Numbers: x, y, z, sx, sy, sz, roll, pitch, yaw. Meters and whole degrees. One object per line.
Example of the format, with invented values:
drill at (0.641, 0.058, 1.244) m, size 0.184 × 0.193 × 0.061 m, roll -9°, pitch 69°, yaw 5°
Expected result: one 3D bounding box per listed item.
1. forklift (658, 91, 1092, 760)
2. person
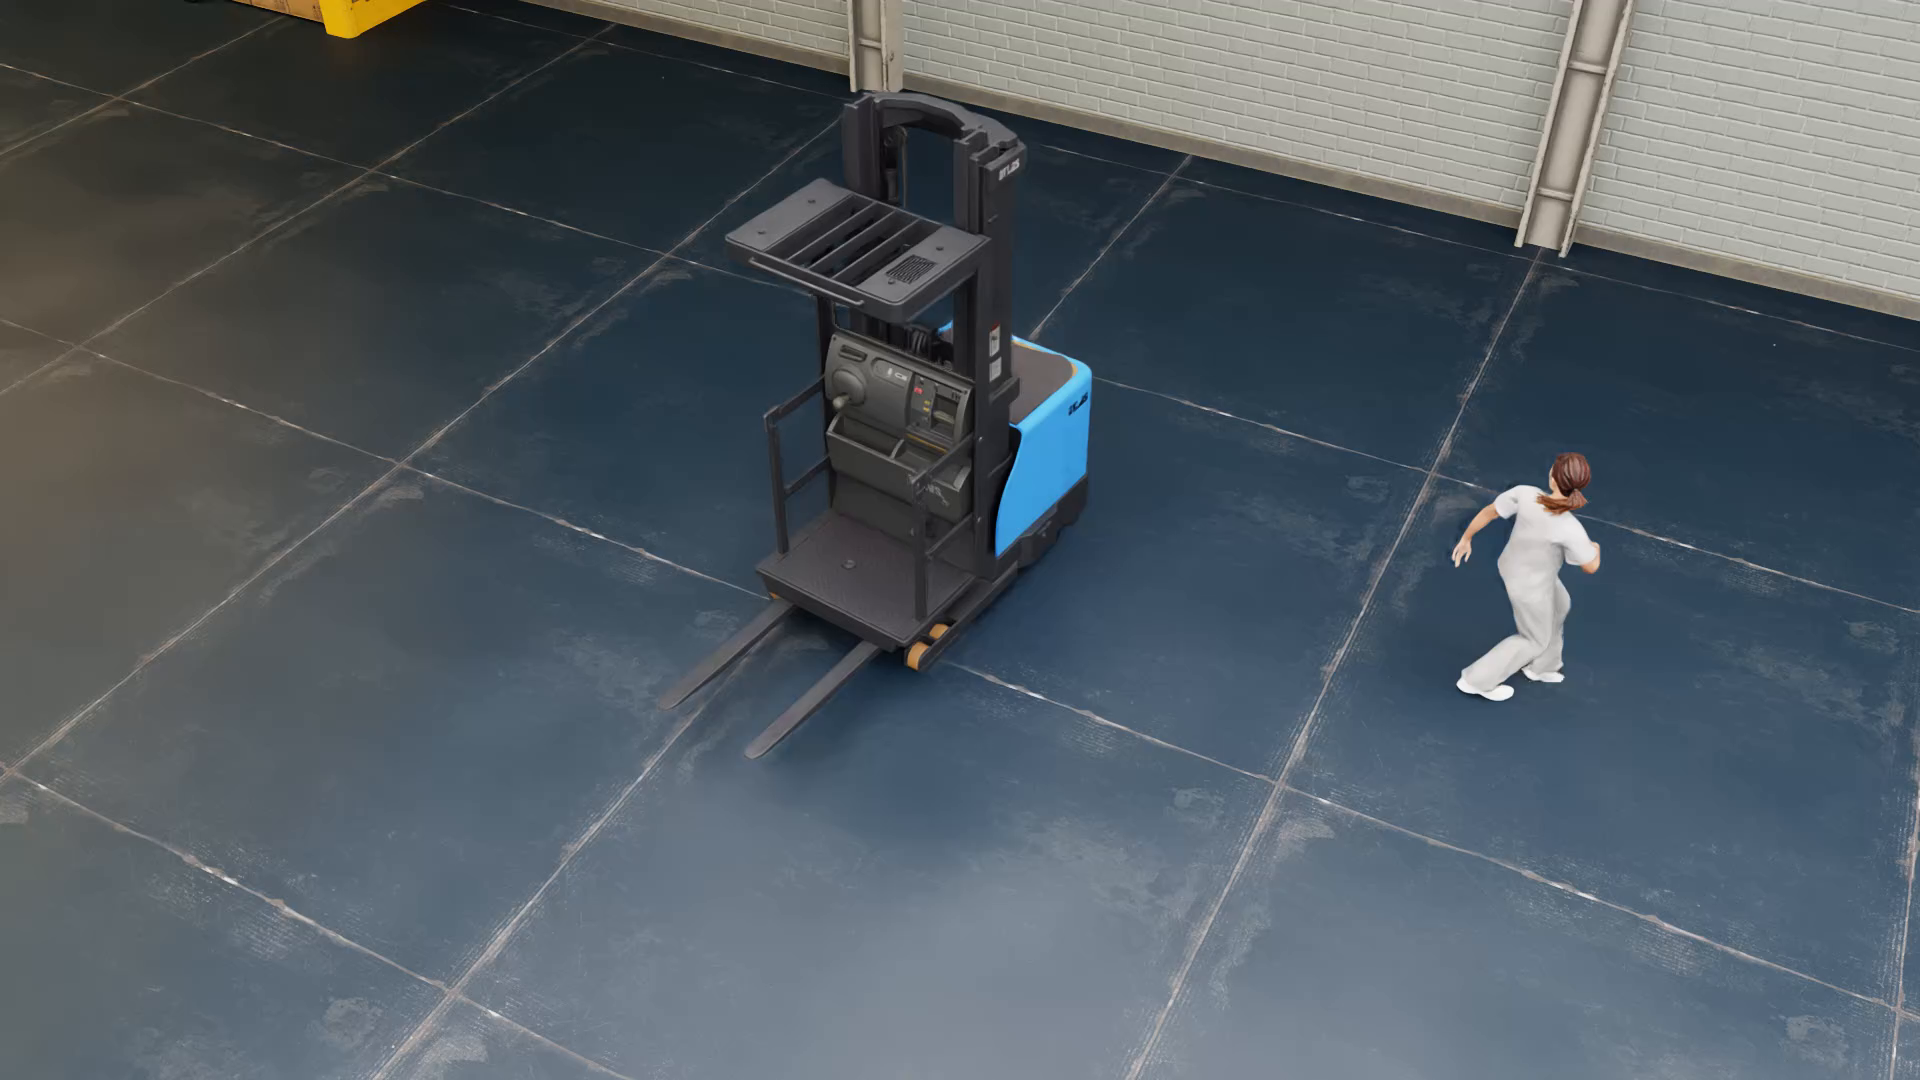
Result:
forklift at (-0.464, -0.736, 8.860) m, size 1.130 × 2.935 × 3.031 m, roll 25°, pitch 46°, yaw 26°
person at (3.039, 0.221, 8.792) m, size 0.784 × 1.669 × 0.503 m, roll -5°, pitch 40°, yaw -6°
